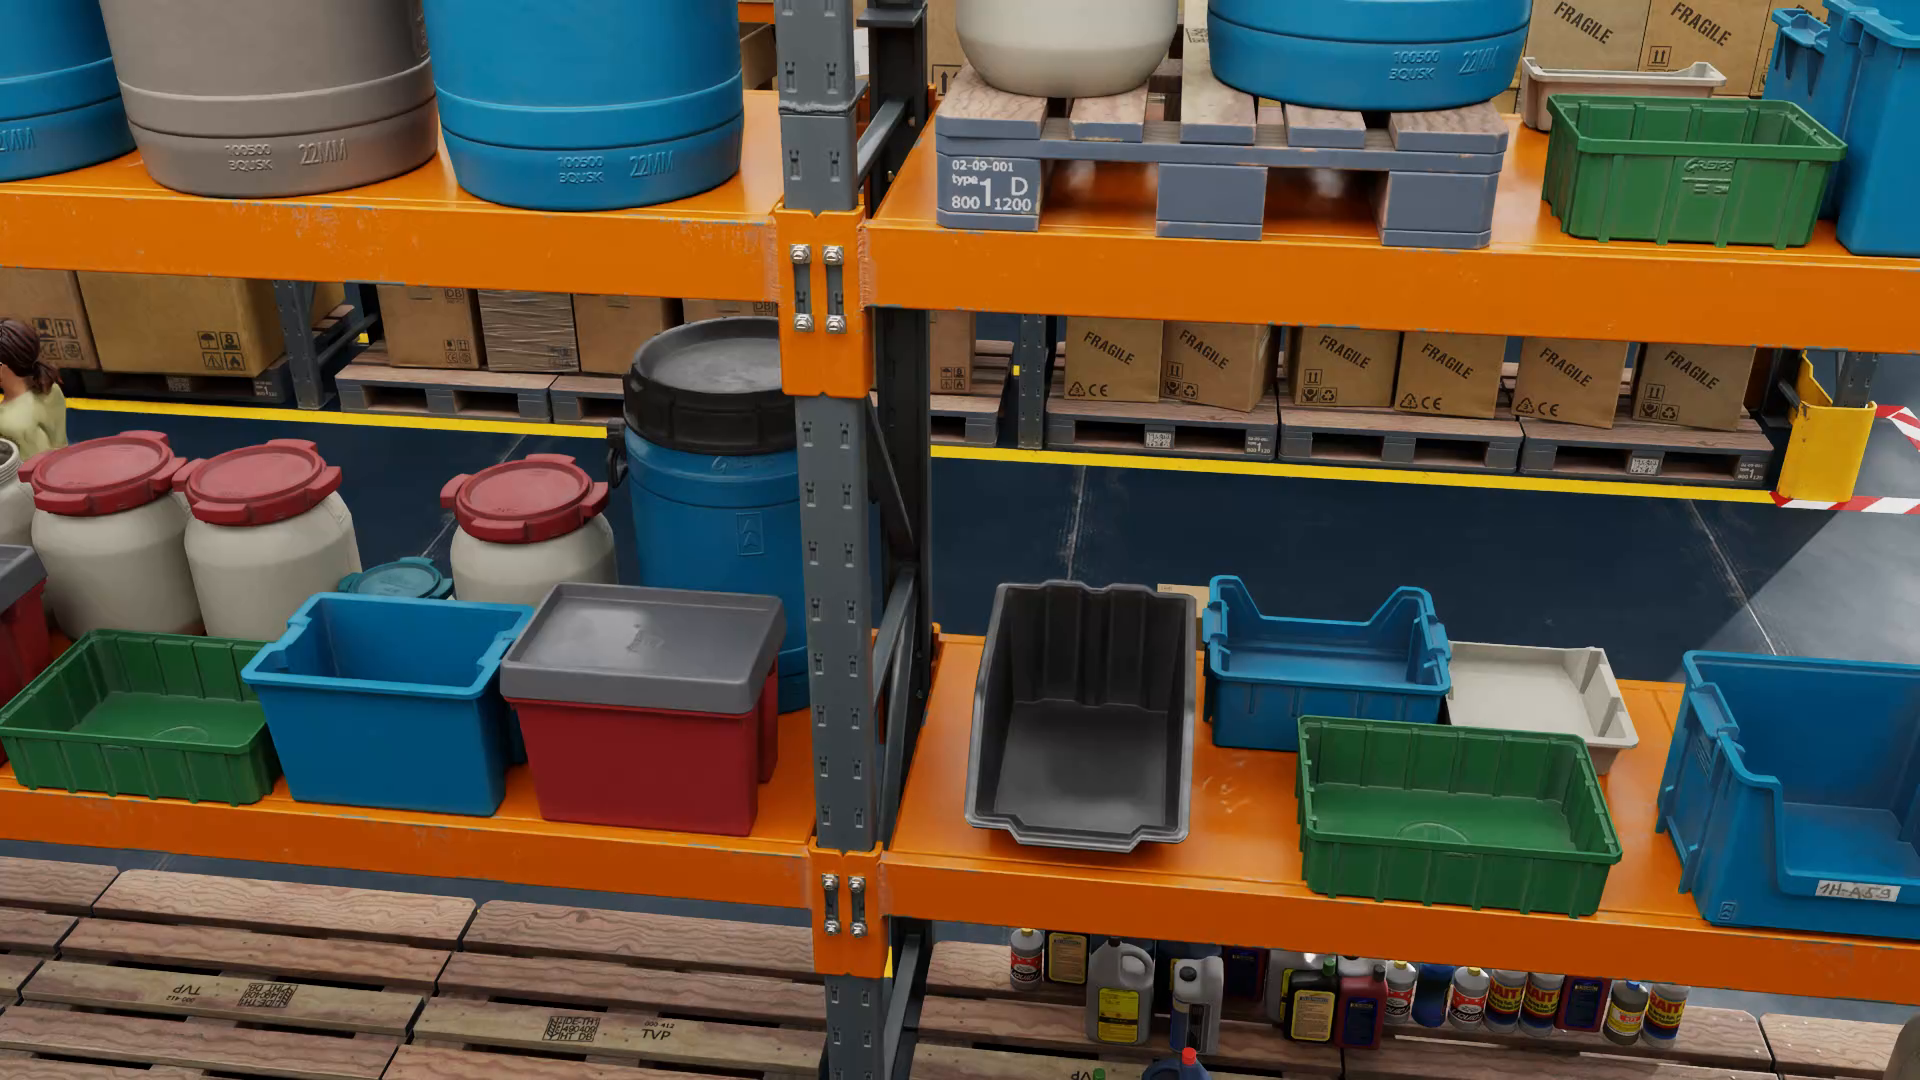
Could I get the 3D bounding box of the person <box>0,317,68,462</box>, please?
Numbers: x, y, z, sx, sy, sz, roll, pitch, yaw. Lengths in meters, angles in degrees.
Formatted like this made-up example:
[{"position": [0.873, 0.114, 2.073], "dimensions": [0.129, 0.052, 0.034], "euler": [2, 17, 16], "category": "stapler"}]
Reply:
[{"position": [-3.442, -0.071, 6.266], "dimensions": [0.984, 1.621, 0.447], "euler": [-2, 29, -4], "category": "person"}]
